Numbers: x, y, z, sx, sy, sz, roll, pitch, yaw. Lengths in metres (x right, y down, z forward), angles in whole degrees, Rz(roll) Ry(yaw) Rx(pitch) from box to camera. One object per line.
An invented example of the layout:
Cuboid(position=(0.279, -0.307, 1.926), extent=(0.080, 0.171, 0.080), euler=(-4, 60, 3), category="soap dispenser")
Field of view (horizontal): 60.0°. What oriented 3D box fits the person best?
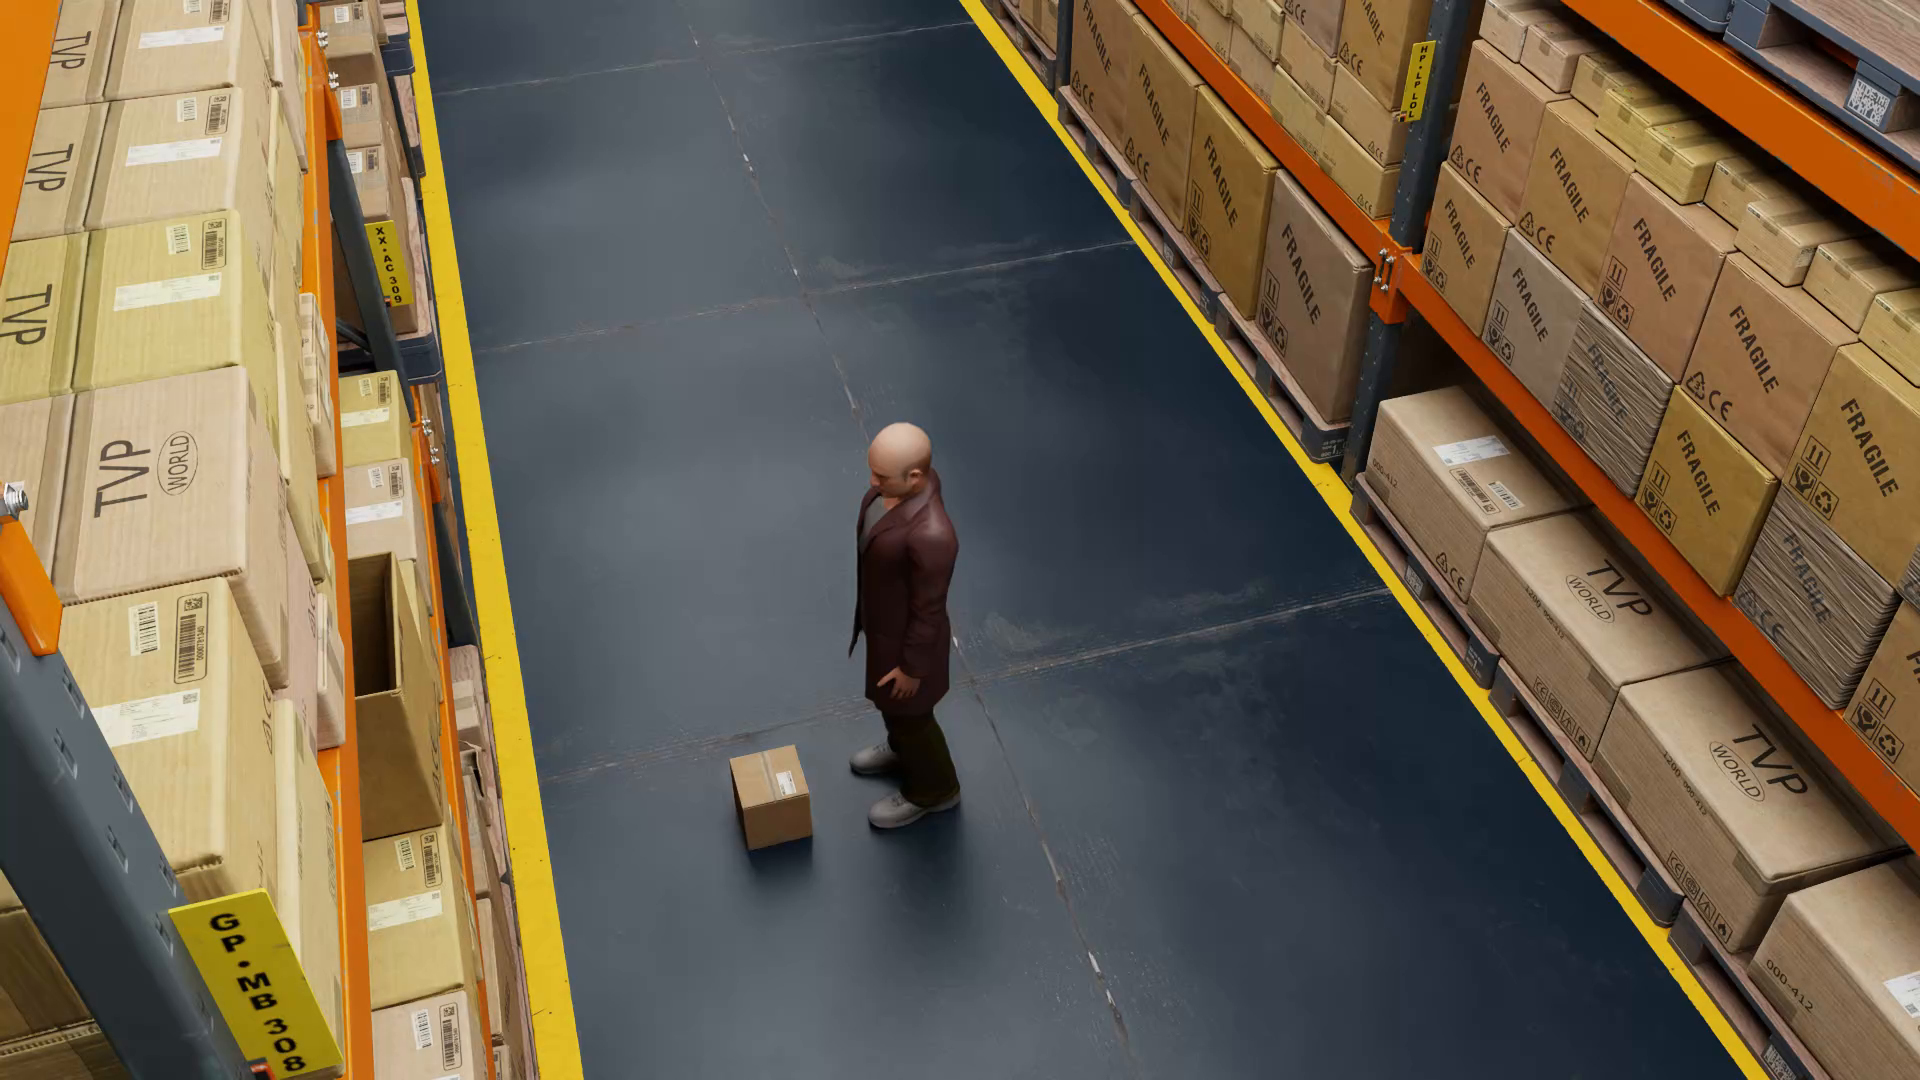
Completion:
Cuboid(position=(-0.203, 0.309, 5.829), extent=(0.378, 1.774, 0.562), euler=(-11, 43, -12), category="person")
